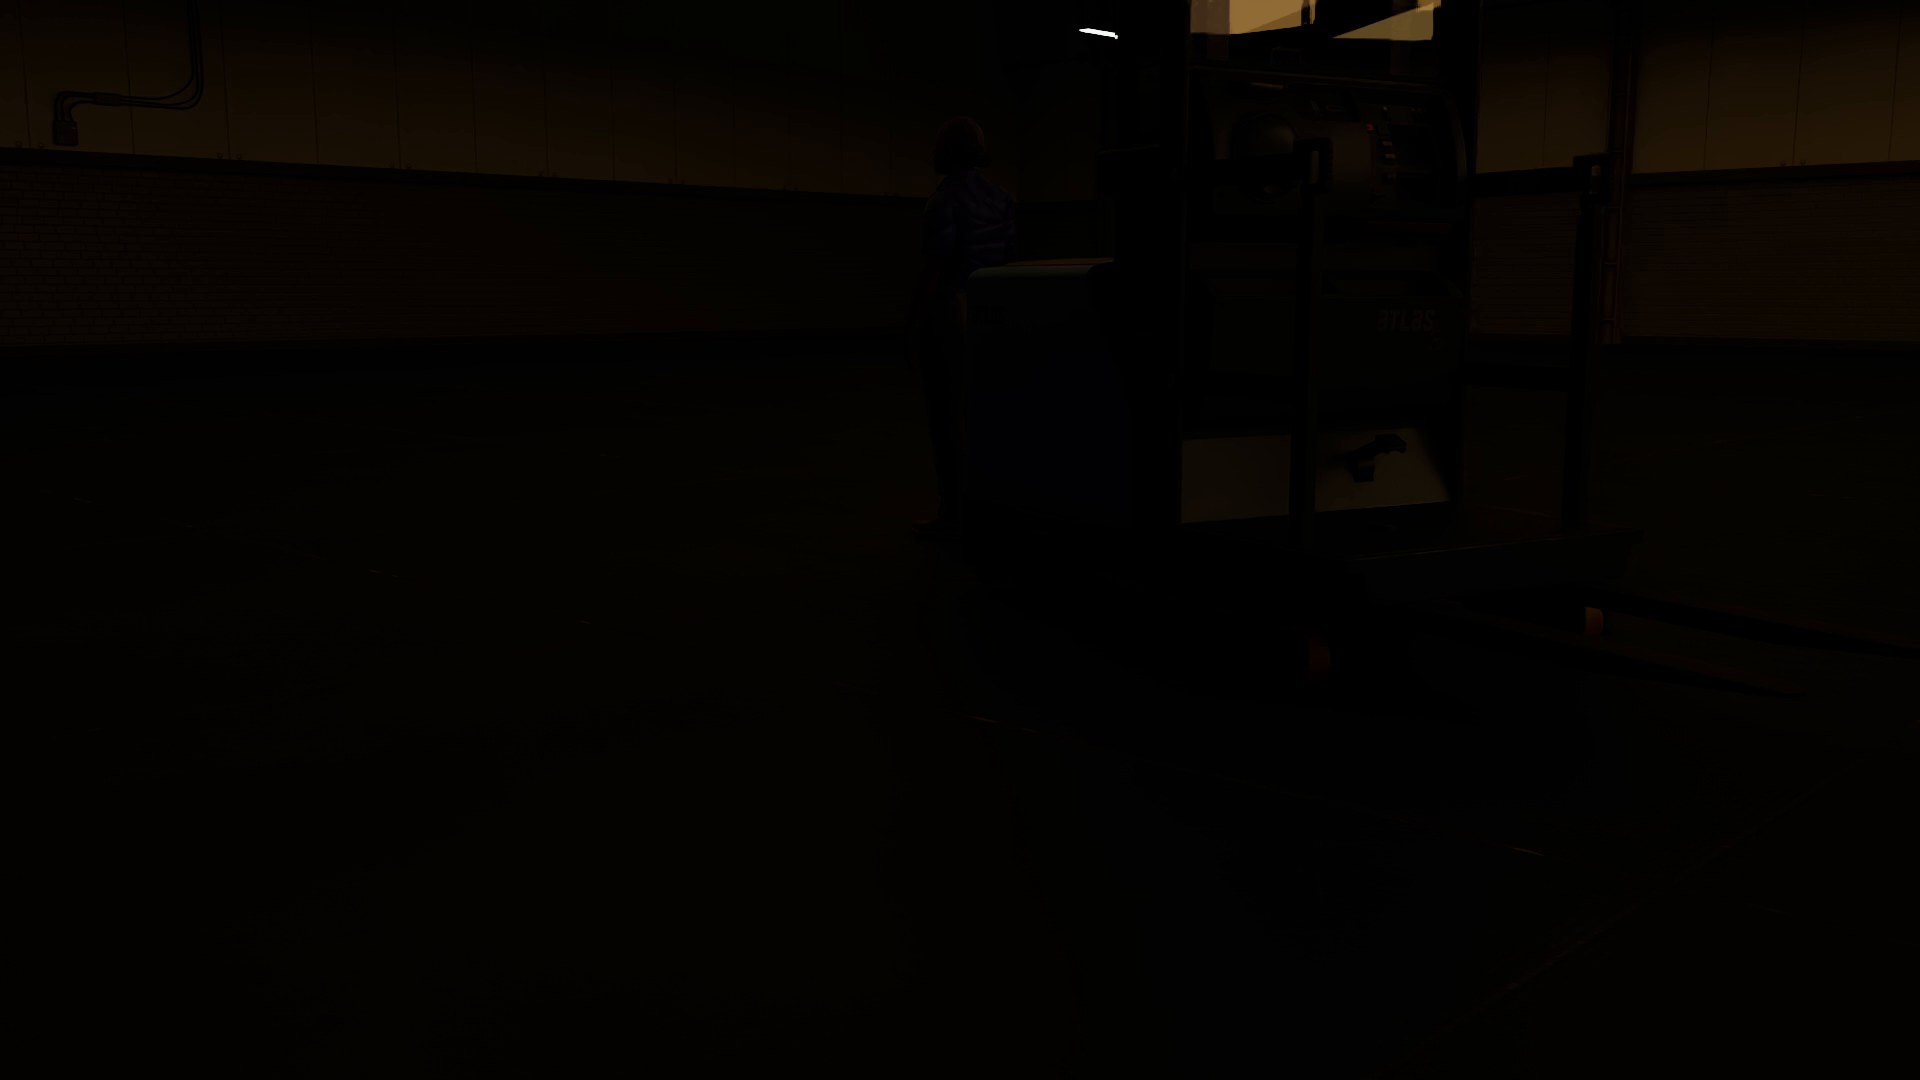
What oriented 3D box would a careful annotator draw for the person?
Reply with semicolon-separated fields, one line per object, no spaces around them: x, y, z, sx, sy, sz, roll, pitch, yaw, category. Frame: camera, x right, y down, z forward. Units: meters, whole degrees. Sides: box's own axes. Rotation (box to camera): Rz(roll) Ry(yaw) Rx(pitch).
-0.049;-0.836;6.667;0.504;1.654;0.570;8;12;43;person

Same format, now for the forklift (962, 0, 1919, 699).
1.162;-1.148;4.499;1.130;2.935;3.031;-5;10;-29;forklift
